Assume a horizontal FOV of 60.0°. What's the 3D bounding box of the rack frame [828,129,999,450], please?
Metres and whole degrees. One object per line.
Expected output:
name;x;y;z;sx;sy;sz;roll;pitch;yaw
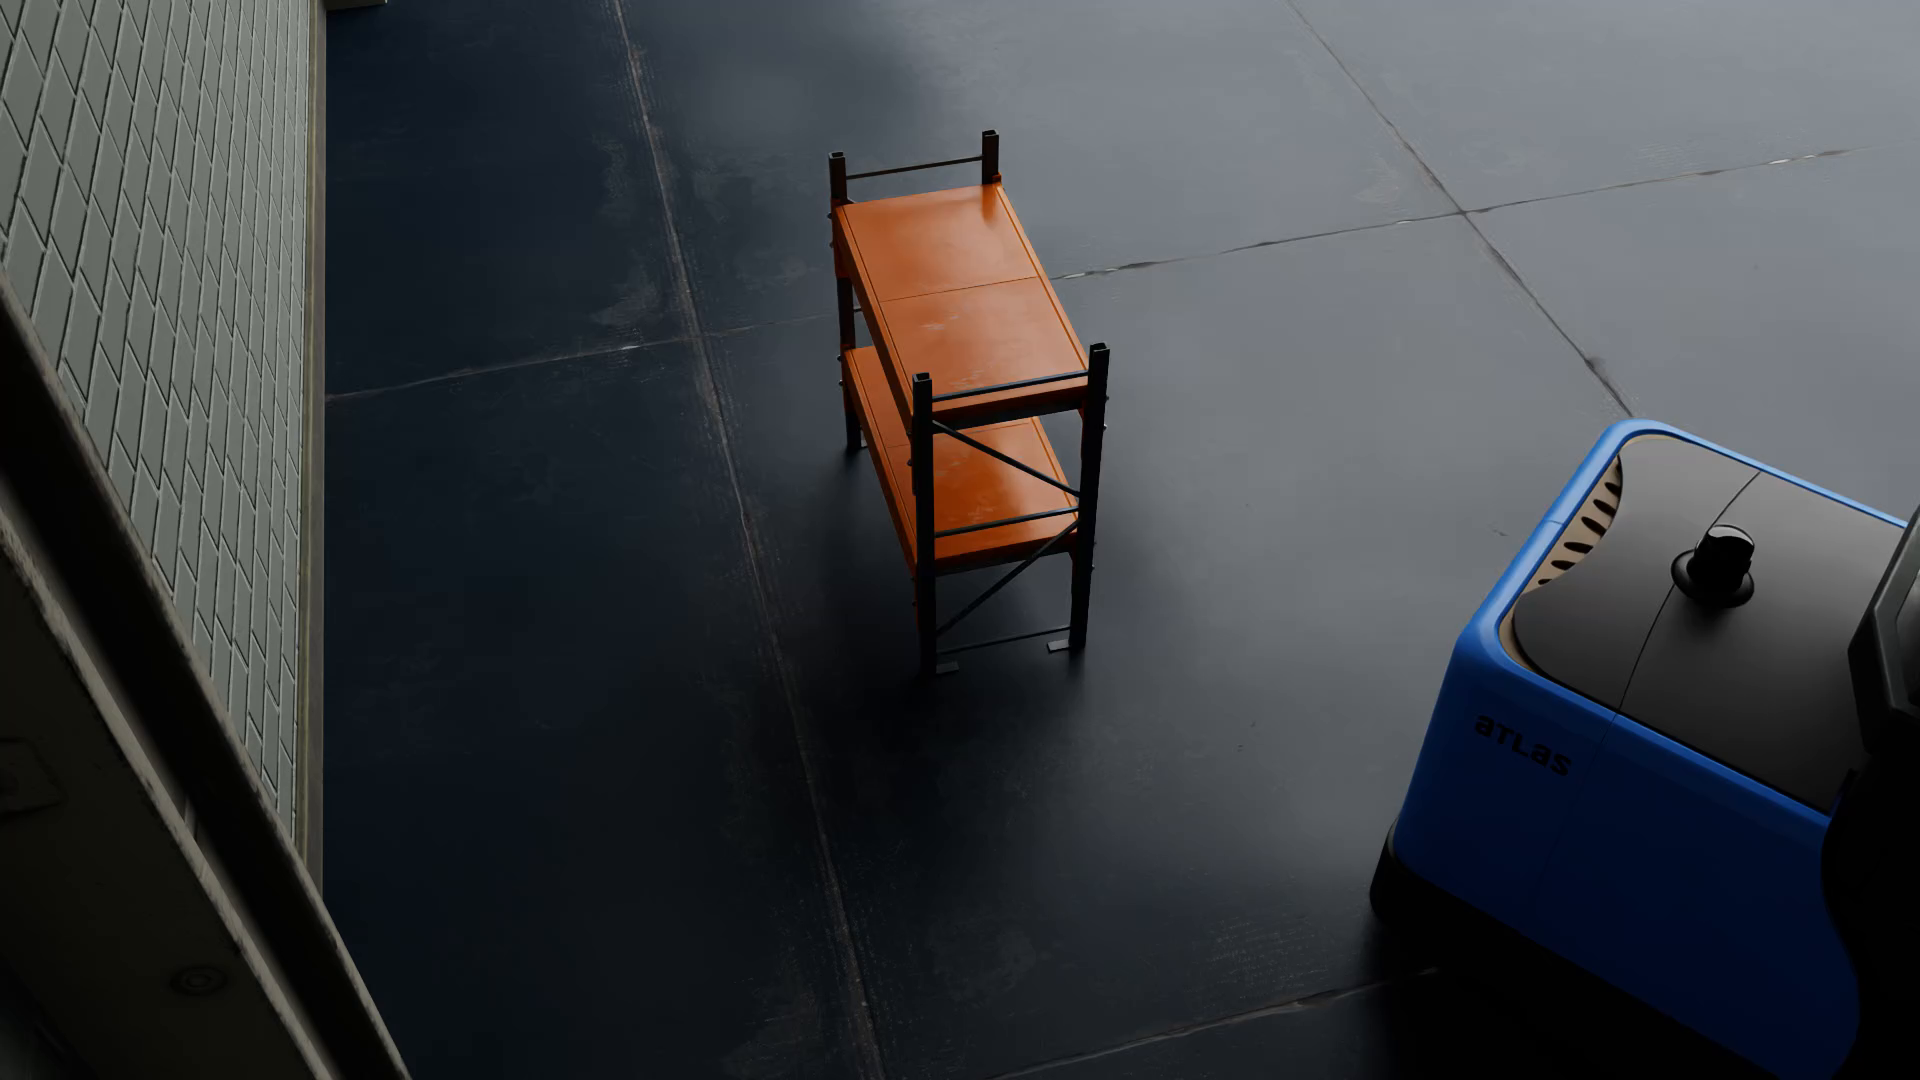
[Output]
rack frame;-0.132;-0.749;5.197;0.500;1.125;0.032;-11;47;-10

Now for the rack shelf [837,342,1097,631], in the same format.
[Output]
rack shelf;-0.002;-0.227;5.027;0.538;0.278;1.000;-11;47;-10

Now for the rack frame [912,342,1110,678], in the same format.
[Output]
rack frame;0.128;-0.047;4.509;0.500;1.125;0.032;-11;47;-10

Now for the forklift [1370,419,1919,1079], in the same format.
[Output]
forklift;2.532;0.309;2.895;3.031;2.935;1.130;28;52;25

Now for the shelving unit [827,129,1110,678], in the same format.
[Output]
shelving unit;-0.002;-0.398;4.853;0.538;1.125;1.048;-11;47;-10

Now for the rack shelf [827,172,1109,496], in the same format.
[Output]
rack shelf;-0.002;-0.603;4.644;0.538;0.278;1.000;-11;47;-10

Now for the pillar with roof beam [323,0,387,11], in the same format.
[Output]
pillar with roof beam;1.314;-6.524;5.343;9.100;9.000;0.400;-11;47;-10
